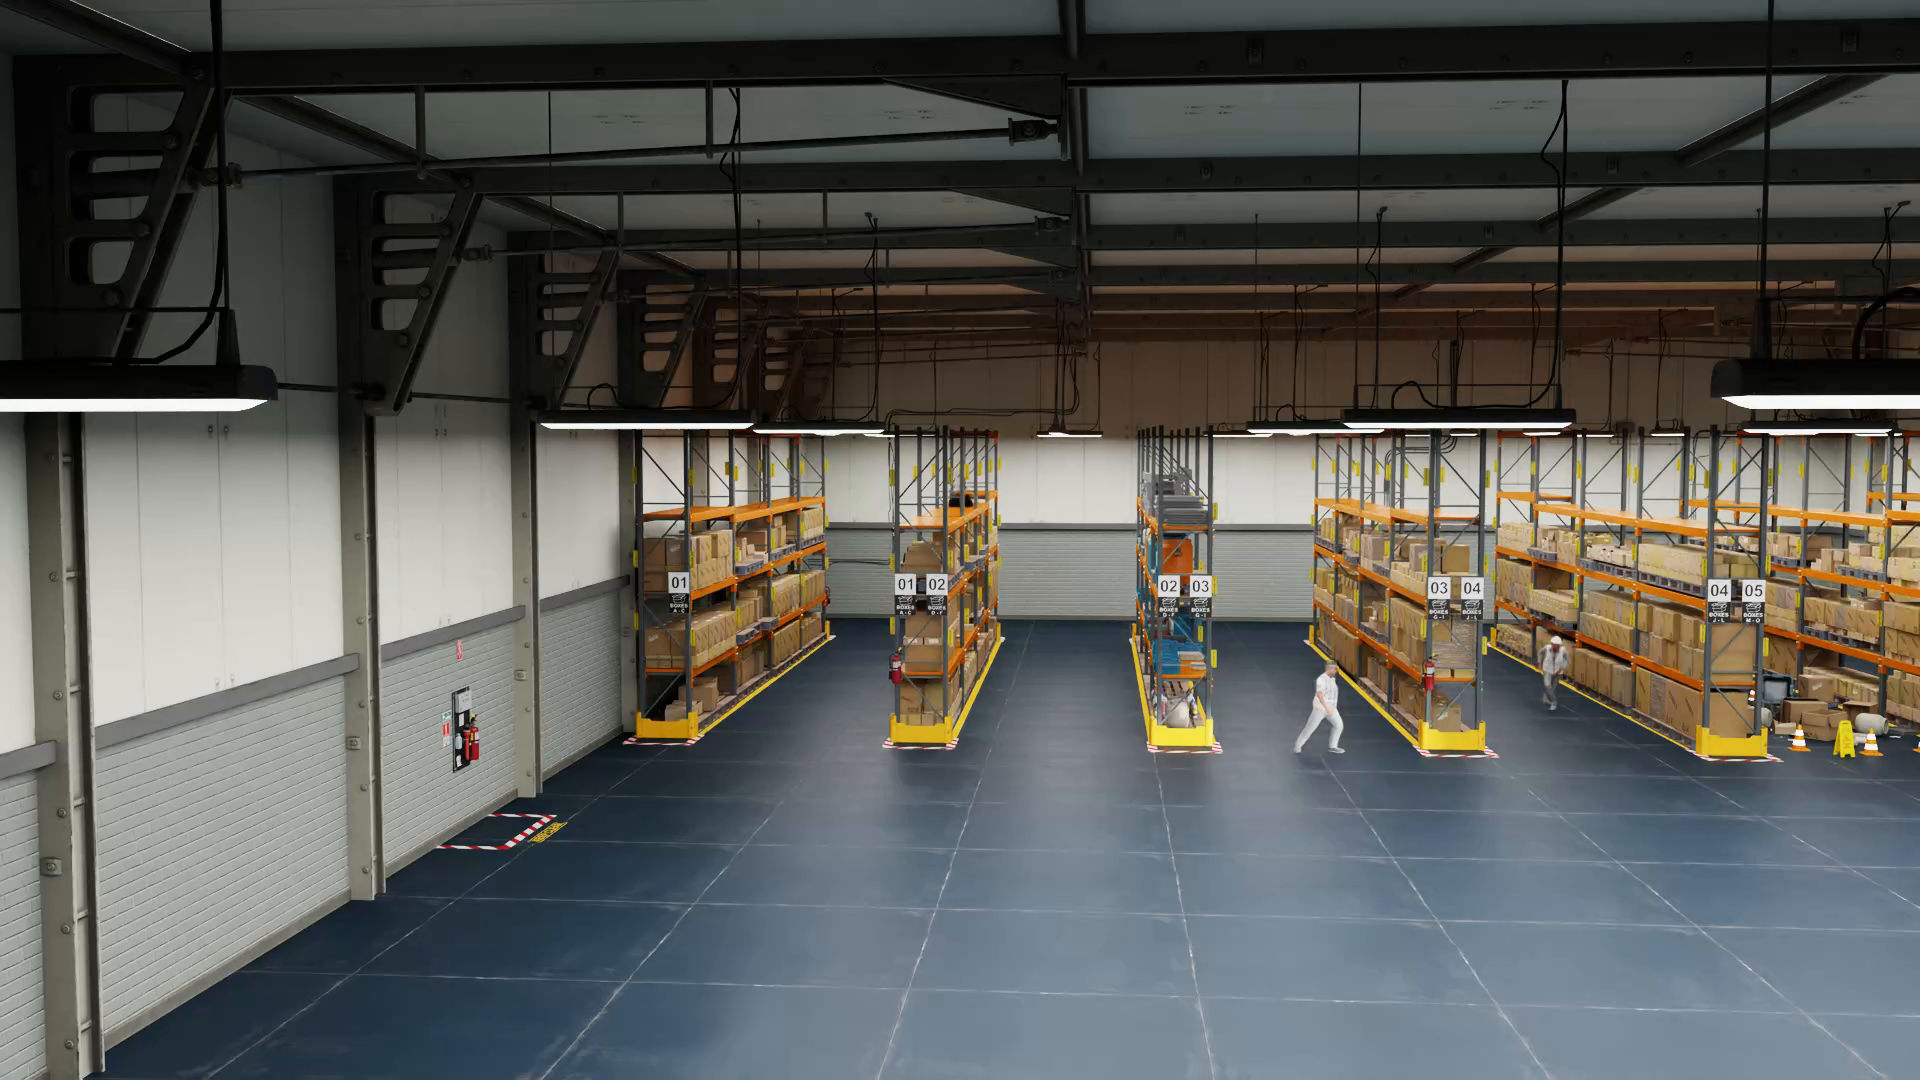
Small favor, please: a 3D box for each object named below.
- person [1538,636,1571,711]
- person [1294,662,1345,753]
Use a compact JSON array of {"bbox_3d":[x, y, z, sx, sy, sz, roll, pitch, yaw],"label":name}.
[{"bbox_3d":[12.634,2.792,35.417,0.648,1.607,1.131,1,4,13],"label":"person"},{"bbox_3d":[6.549,3.055,30.383,0.839,1.687,0.739,-3,5,-41],"label":"person"}]
